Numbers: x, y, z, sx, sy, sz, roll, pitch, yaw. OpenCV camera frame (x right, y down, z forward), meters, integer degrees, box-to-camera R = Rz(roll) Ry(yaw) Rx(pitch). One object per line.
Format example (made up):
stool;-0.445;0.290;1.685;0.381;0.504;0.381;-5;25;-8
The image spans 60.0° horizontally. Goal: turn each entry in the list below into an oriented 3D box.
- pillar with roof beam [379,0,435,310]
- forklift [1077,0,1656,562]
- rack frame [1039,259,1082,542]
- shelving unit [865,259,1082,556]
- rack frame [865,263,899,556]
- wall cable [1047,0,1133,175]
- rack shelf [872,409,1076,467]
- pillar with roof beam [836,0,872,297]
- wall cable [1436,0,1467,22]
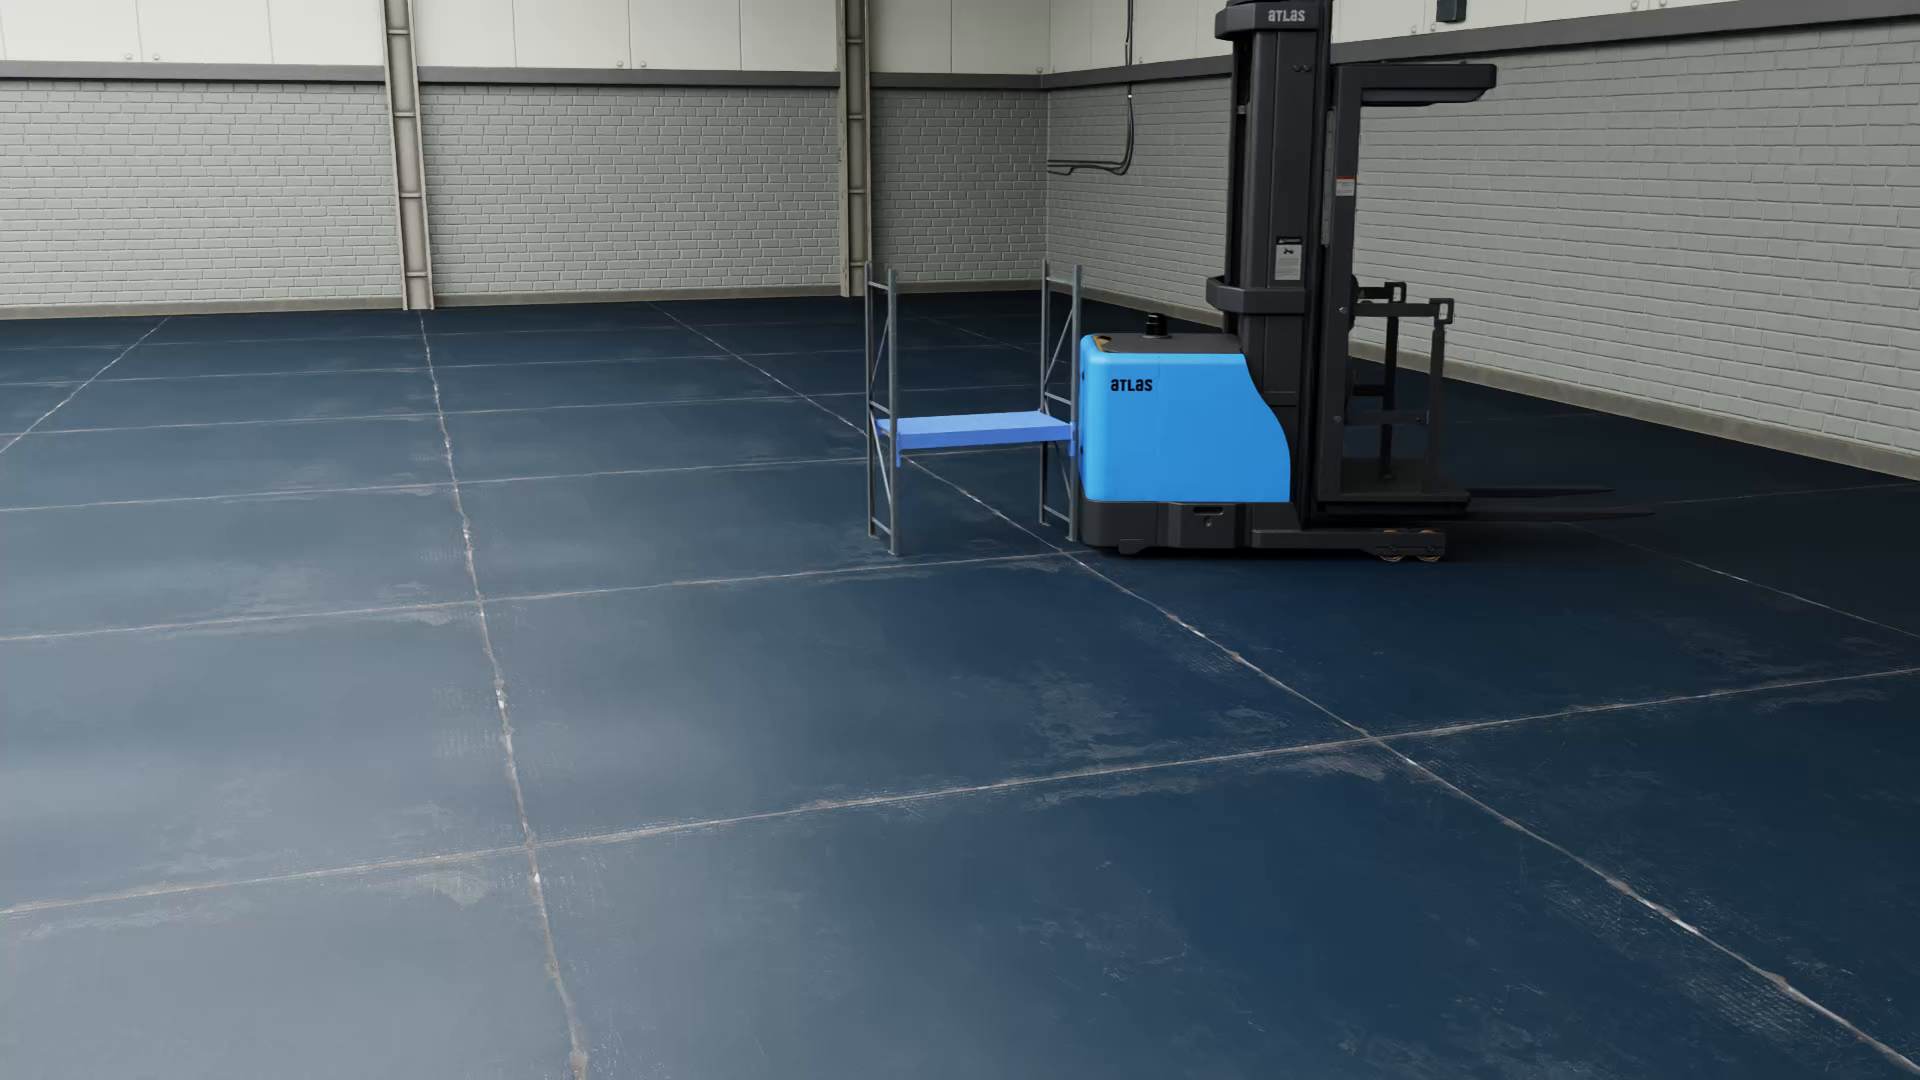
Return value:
pillar with roof beam;-5.803;-6.503;17.037;0.400;9.000;9.100;-4;14;-18
forklift;2.172;-1.436;8.845;3.031;2.935;1.130;0;13;1
rack frame;0.548;-0.773;9.153;0.032;1.500;0.500;-4;14;-18
shelving unit;0.065;-0.736;8.997;1.048;1.500;0.538;-4;14;-18
rack frame;-0.417;-0.699;8.841;0.032;1.500;0.500;-4;14;-18
wall cable;1.725;-6.307;22.922;0.112;2.526;3.097;-4;14;-18
rack shelf;0.065;-0.561;9.038;1.000;0.185;0.538;-4;14;-18
pillar with roof beam;-0.116;-6.946;18.898;0.400;9.000;9.100;-4;14;-18
wall cable;4.737;-7.389;13.411;0.169;6.003;2.305;-4;14;-18
